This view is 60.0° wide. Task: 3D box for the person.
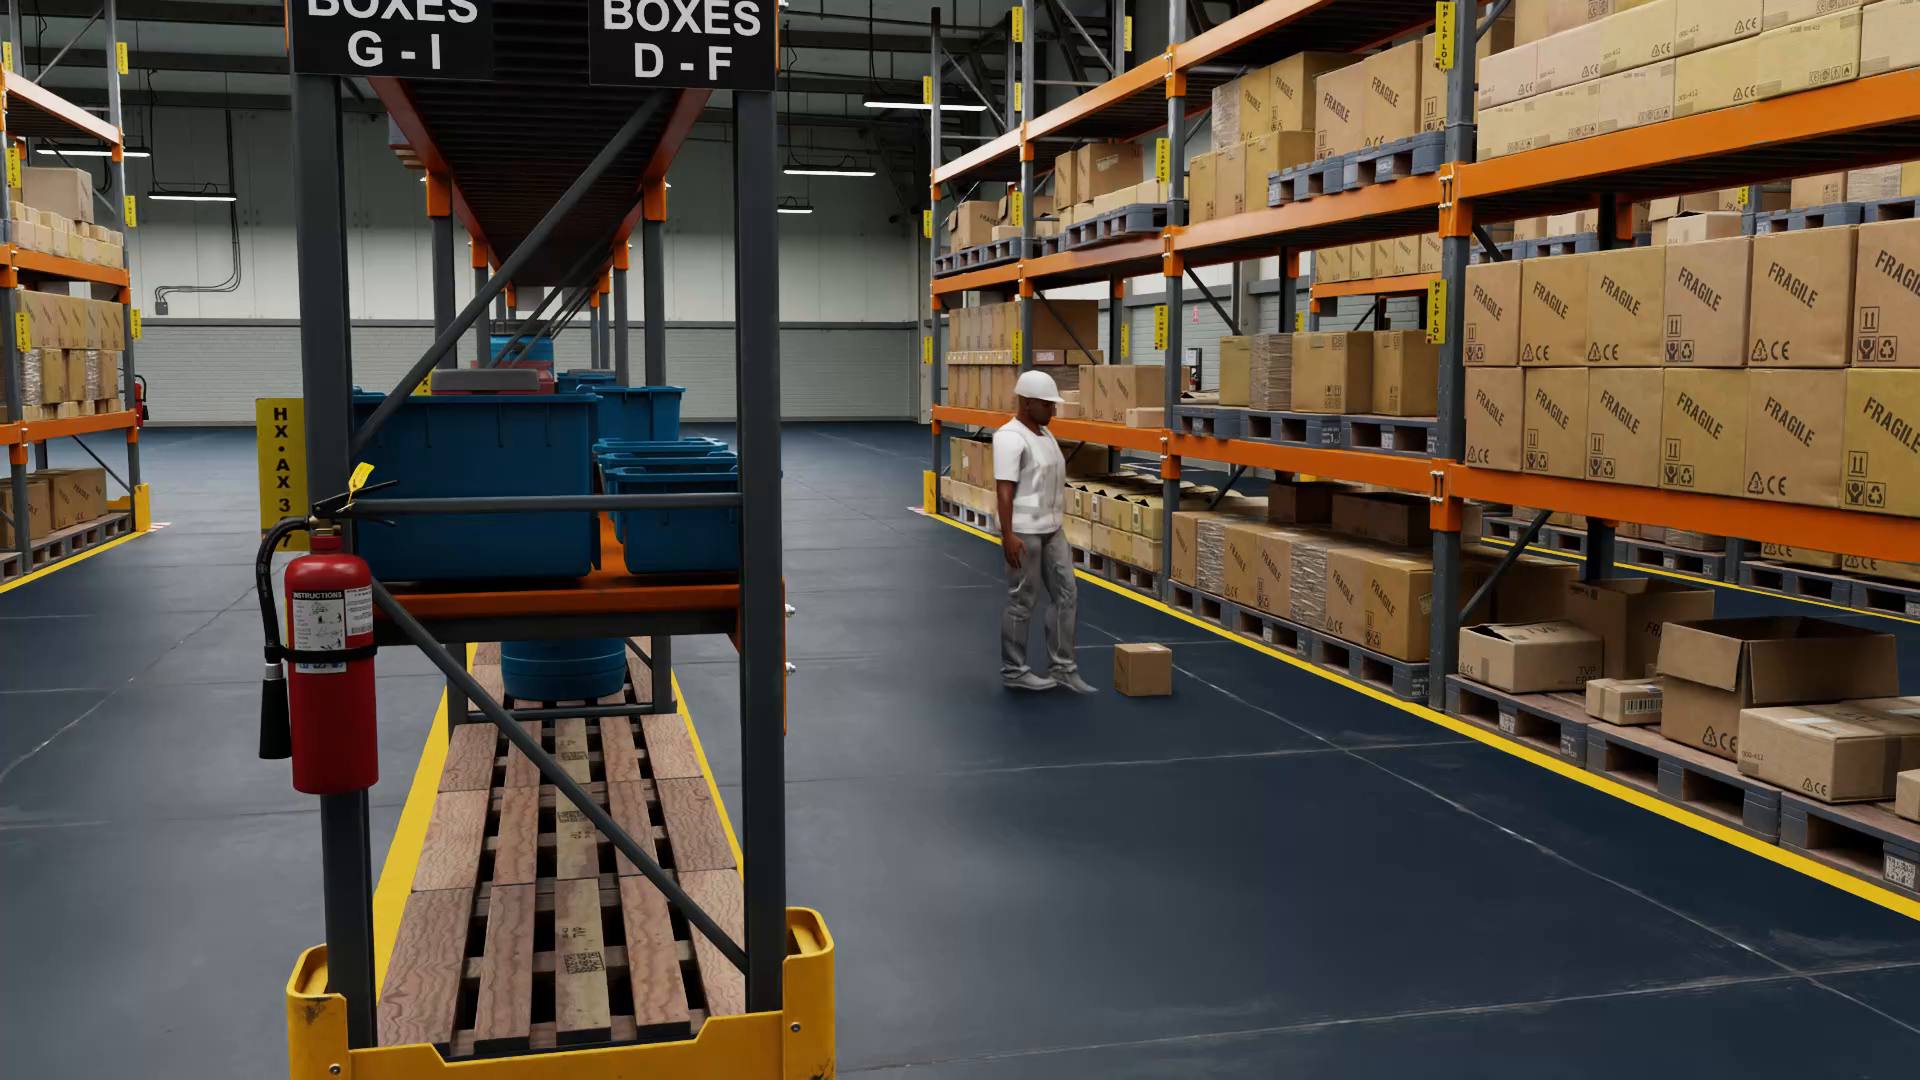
[{"bbox_3d":[0.459,-0.019,9.123,0.523,1.812,0.589,4,7,31],"label":"person"}]
